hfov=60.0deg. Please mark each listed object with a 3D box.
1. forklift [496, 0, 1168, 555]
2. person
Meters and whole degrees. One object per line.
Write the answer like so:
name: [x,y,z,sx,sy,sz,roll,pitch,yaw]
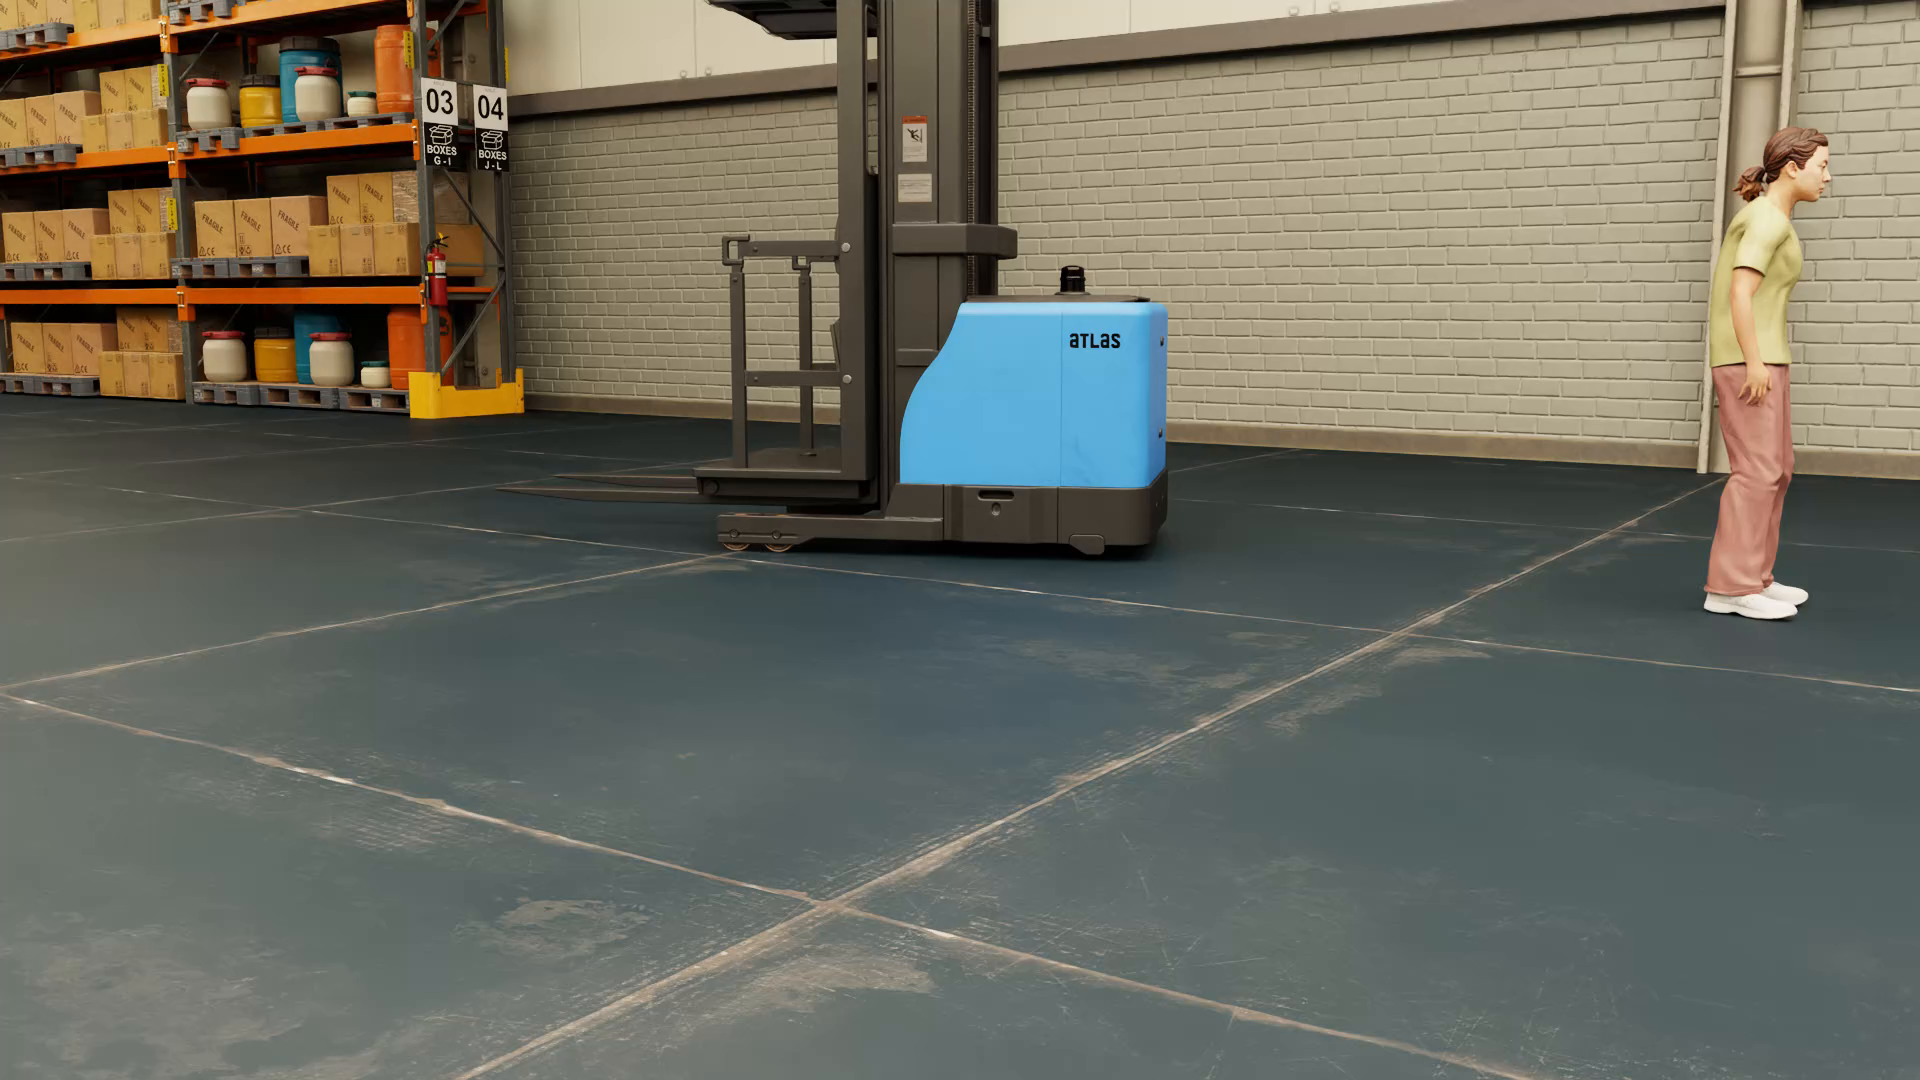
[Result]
forklift: [-0.596,-1.469,7.520,3.031,2.935,1.130,2,8,12]
person: [2.803,-0.587,5.798,0.365,1.671,0.507,5,9,30]
